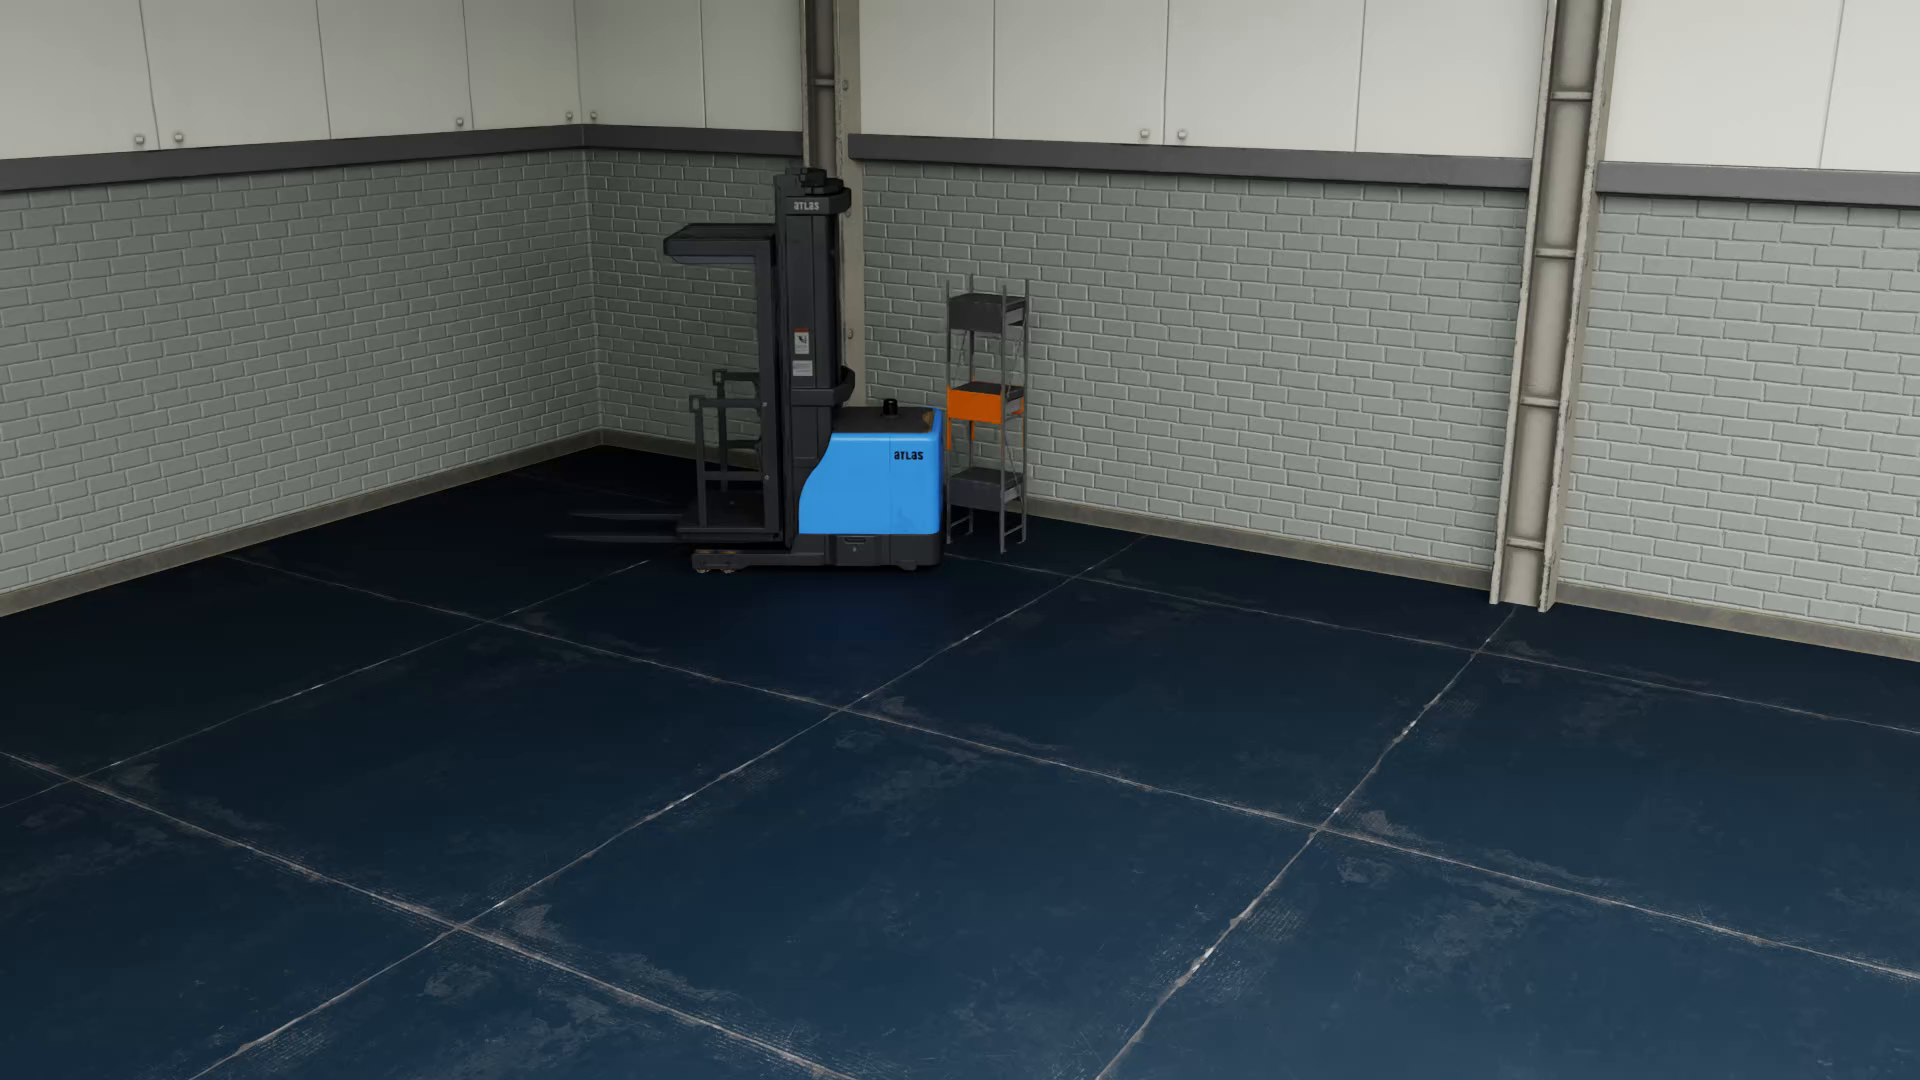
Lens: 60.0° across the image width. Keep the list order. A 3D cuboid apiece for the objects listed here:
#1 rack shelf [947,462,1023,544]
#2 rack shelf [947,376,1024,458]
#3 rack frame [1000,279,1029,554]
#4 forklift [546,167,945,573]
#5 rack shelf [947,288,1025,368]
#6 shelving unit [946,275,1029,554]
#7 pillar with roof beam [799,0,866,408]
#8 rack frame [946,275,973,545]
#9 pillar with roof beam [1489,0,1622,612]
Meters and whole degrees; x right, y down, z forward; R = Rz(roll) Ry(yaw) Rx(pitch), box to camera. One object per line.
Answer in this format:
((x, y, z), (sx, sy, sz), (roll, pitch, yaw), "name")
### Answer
((0.210, -0.298, 13.206), (0.480, 0.518, 0.431), (9, 19, 28), "rack shelf")
((0.210, -0.968, 13.002), (0.480, 0.518, 0.431), (9, 19, 28), "rack shelf")
((0.422, -0.946, 12.882), (0.015, 2.100, 0.400), (9, 19, 28), "rack frame")
((-1.647, -1.305, 12.636), (3.031, 2.935, 1.130), (0, 17, 1), "forklift")
((0.210, -1.638, 12.799), (0.480, 0.518, 0.431), (9, 19, 28), "rack shelf")
((0.210, -0.981, 12.998), (0.503, 2.100, 0.431), (9, 19, 28), "shelving unit")
((-3.333, -3.710, 10.112), (0.400, 9.000, 9.100), (10, 20, 30), "pillar with roof beam")
((-0.001, -1.016, 13.115), (0.015, 2.100, 0.400), (9, 19, 28), "rack frame")
((1.780, -2.797, 7.107), (0.400, 9.000, 9.100), (10, 20, 30), "pillar with roof beam")
